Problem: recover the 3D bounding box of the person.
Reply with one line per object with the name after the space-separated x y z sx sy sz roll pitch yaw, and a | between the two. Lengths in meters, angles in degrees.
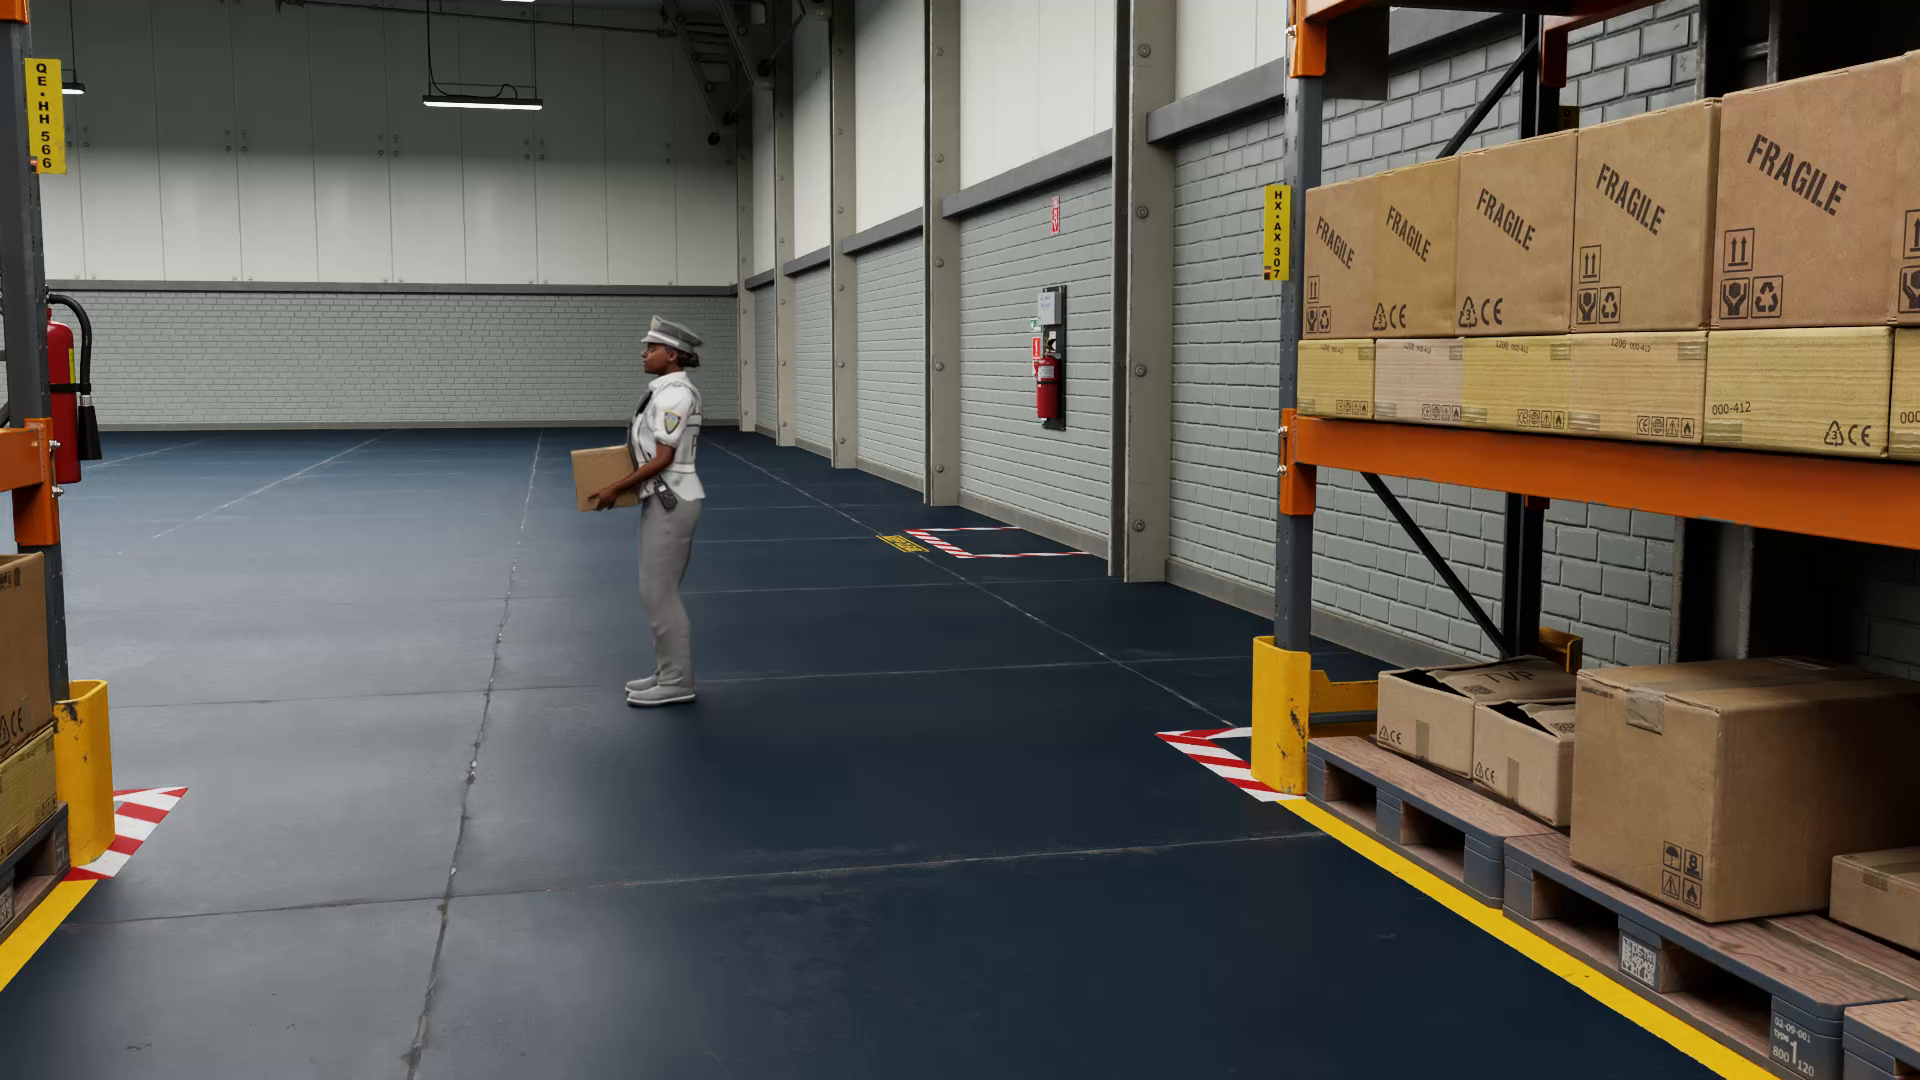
-1.372 -0.136 7.279 0.515 1.692 0.460 -2 6 -14 | person
